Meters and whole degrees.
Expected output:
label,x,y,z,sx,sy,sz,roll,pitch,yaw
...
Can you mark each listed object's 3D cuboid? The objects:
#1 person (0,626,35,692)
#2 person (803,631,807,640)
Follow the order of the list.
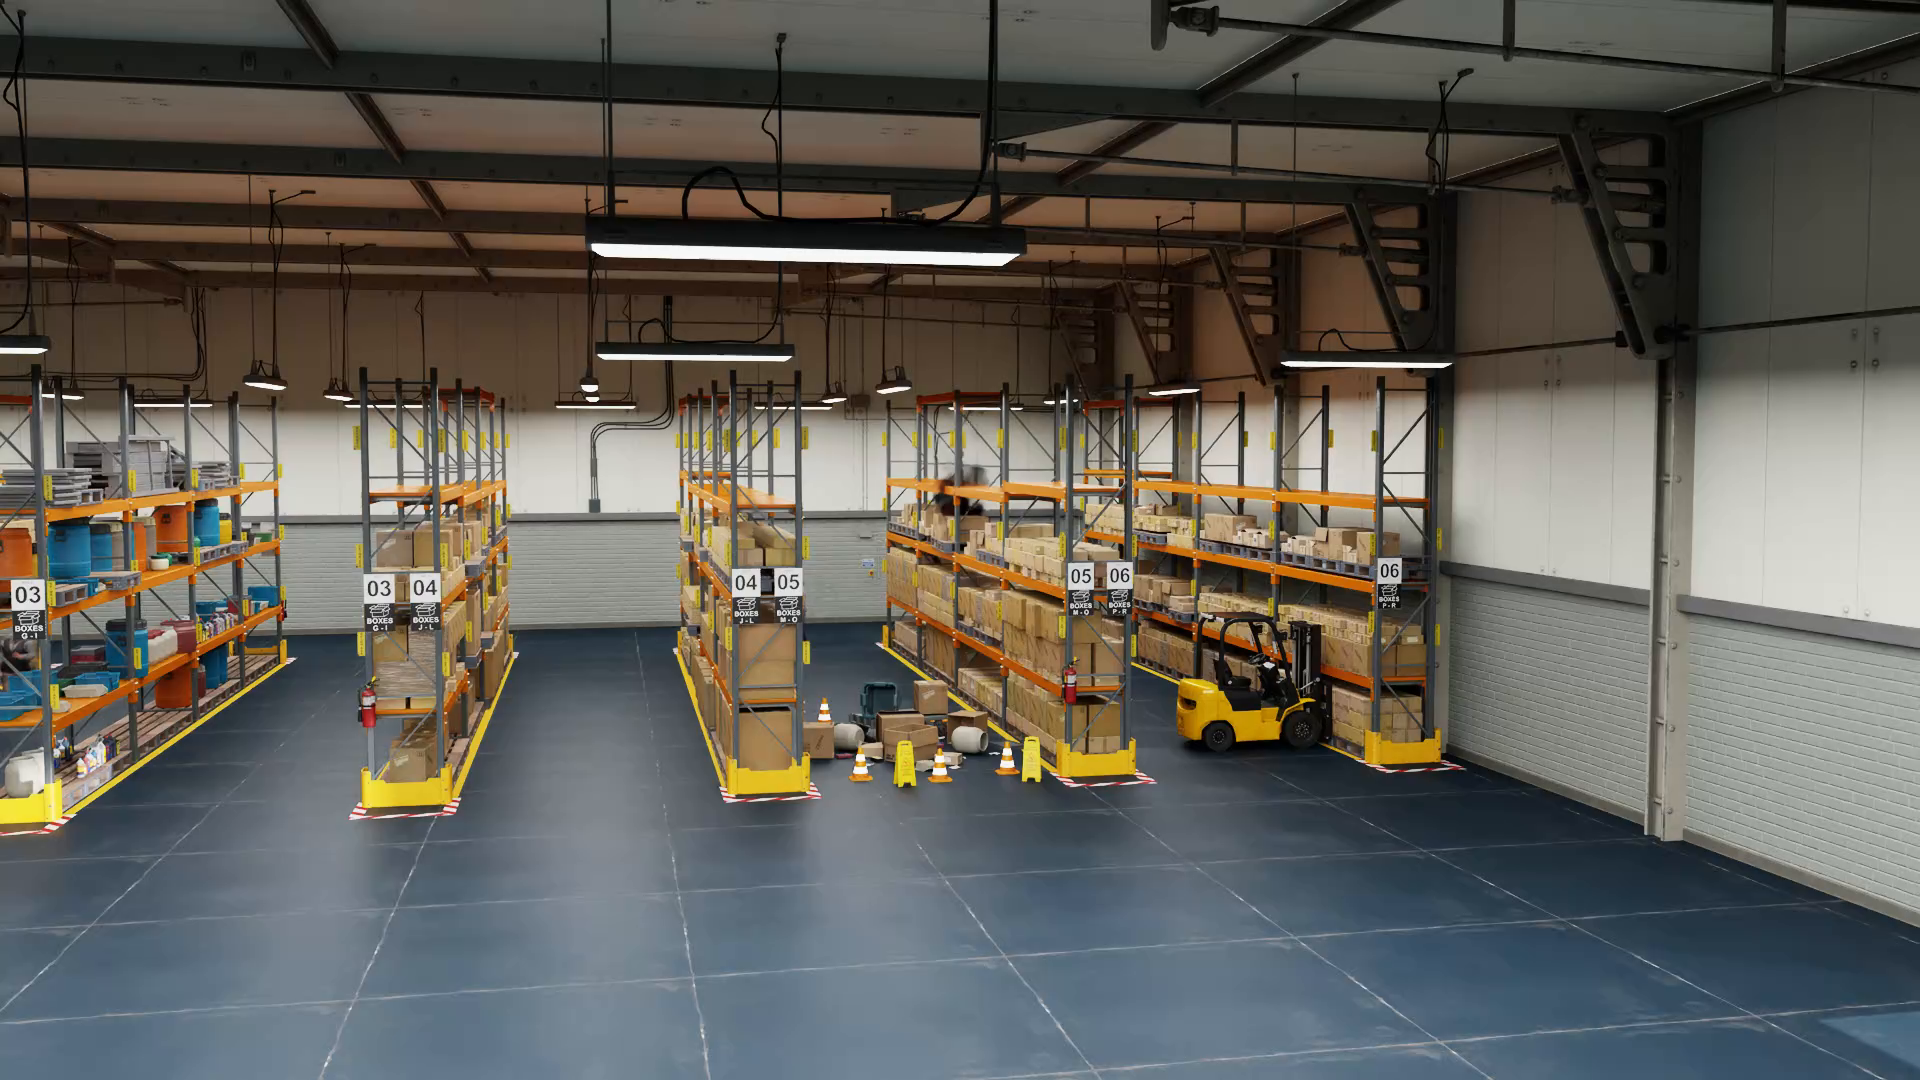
label,x,y,z,sx,sy,sz,roll,pitch,yaw
person,-16.681,2.378,29.381,0.638,1.755,0.874,-1,4,-22
person,-4.167,1.756,41.163,0.706,1.701,0.573,0,3,-8
